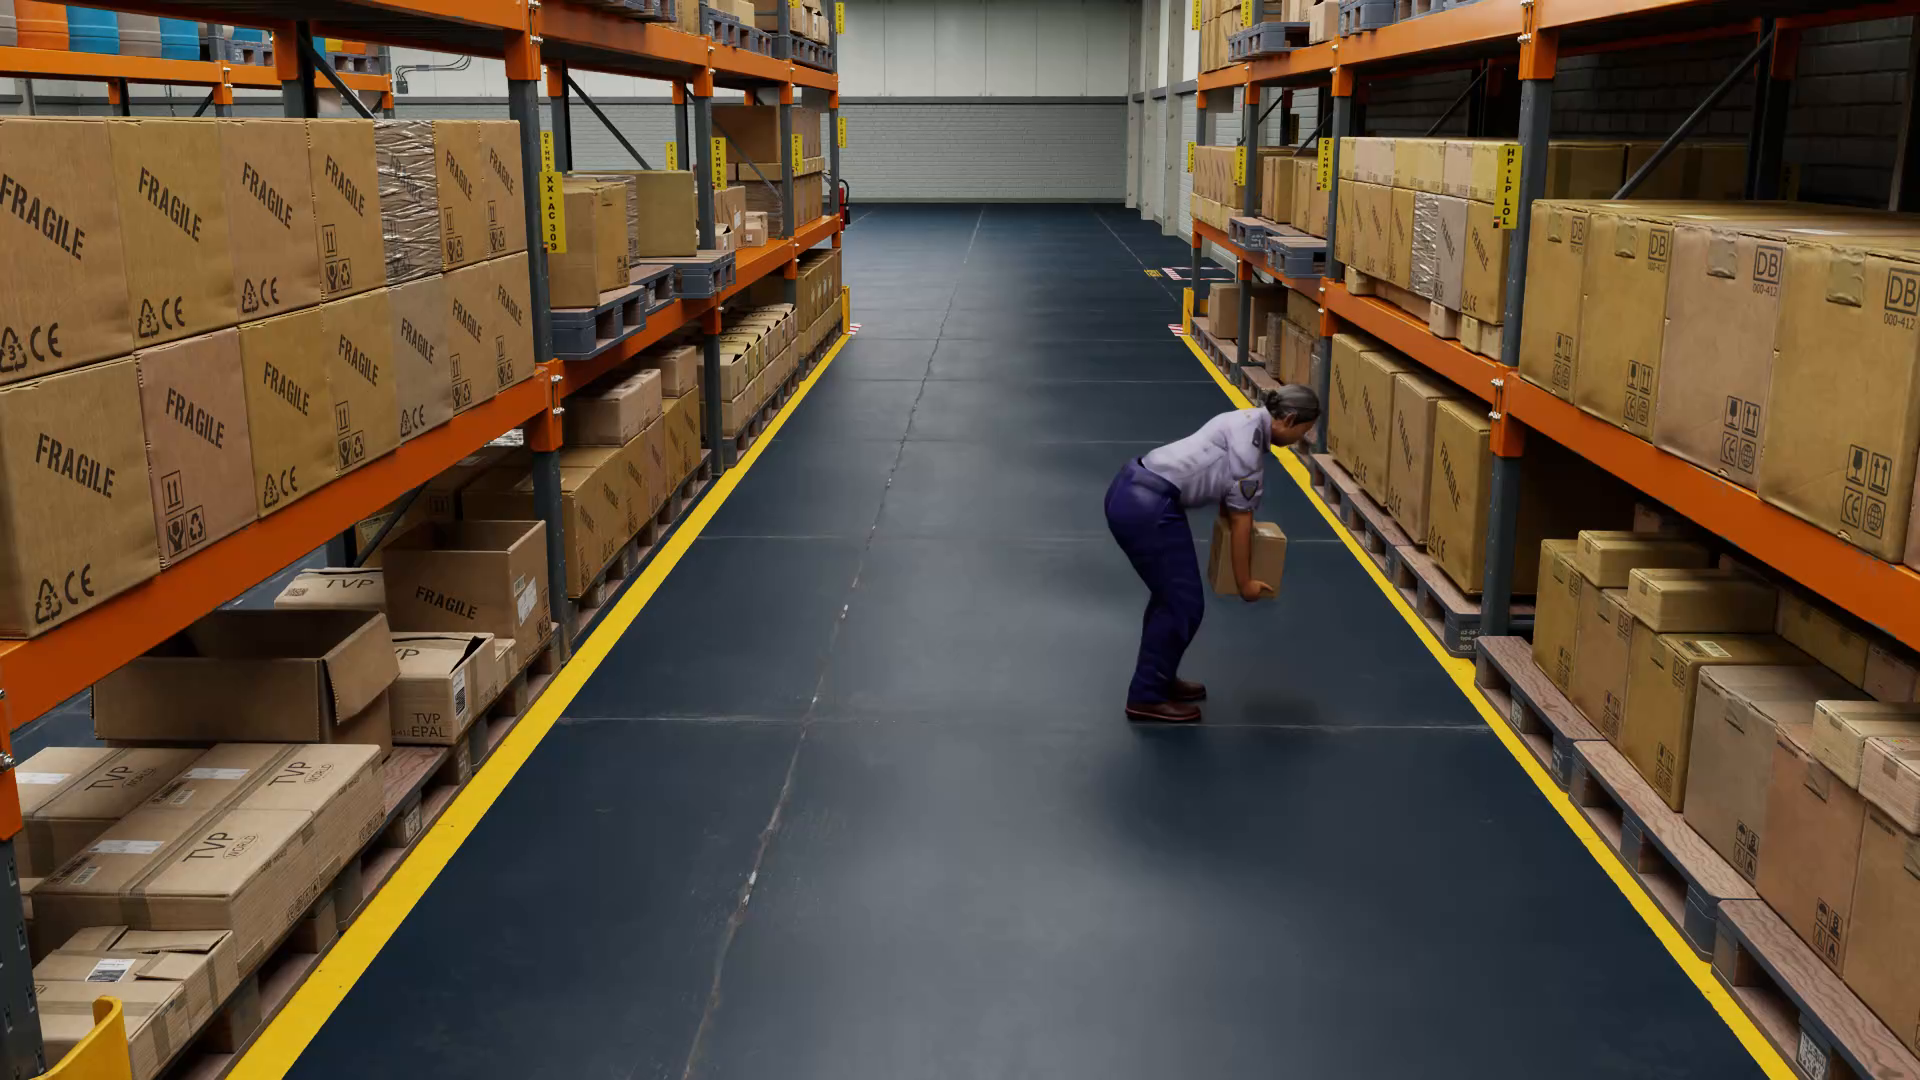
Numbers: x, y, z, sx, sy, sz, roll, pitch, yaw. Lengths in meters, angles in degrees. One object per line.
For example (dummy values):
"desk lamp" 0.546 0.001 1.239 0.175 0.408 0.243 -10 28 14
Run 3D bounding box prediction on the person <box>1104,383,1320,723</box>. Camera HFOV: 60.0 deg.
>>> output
"person" 0.983 0.039 6.576 0.824 1.316 0.444 0 14 0
